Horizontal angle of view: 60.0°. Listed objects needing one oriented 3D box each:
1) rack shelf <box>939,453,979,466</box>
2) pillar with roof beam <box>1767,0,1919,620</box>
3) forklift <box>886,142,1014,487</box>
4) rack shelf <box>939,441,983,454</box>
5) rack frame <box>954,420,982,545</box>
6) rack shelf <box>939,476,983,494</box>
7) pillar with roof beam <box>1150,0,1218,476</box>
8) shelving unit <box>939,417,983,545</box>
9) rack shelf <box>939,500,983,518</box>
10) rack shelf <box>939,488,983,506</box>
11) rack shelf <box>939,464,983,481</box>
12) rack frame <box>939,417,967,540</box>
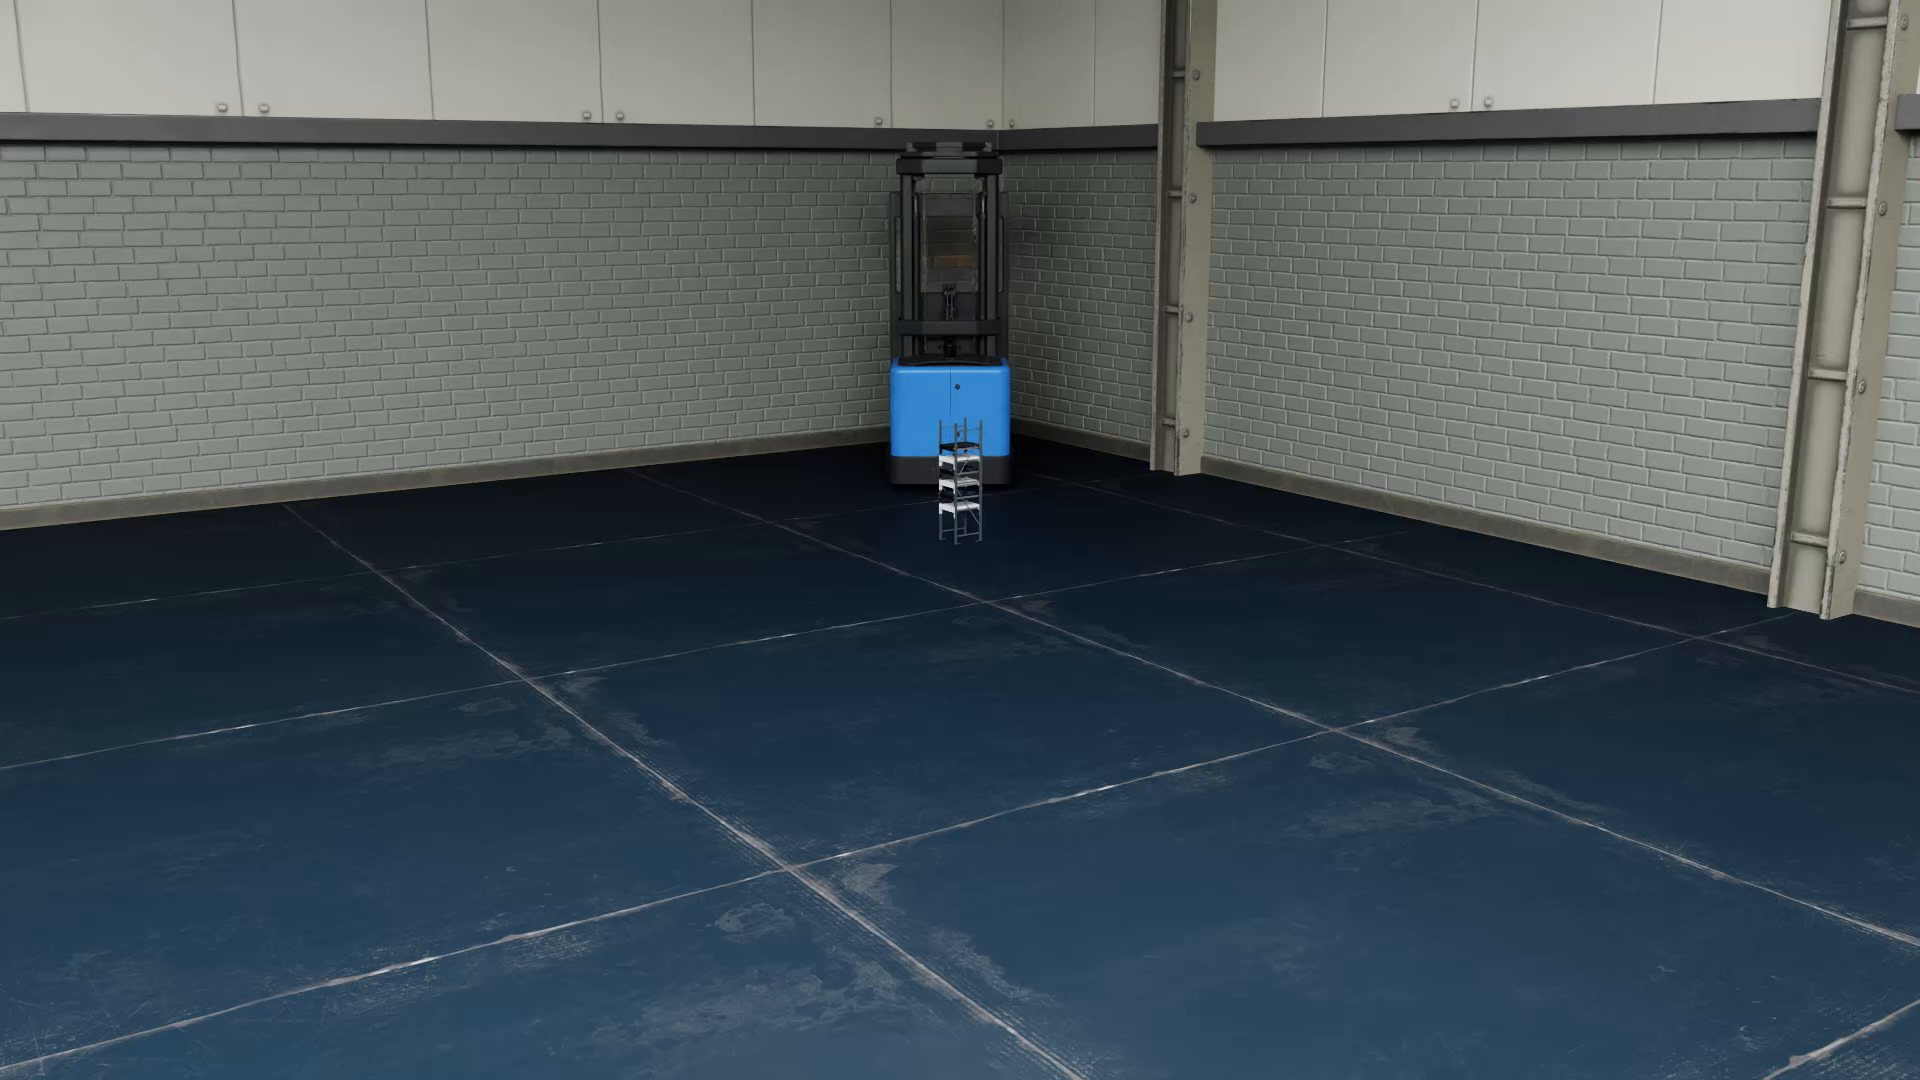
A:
[{"bbox_3d":[0.004,-0.581,12.228,0.258,0.077,0.200,-8,15,-33],"label":"rack shelf"},{"bbox_3d":[1.723,-3.453,7.087,9.100,9.000,0.400,-8,15,-33],"label":"pillar with roof beam"},{"bbox_3d":[-0.102,-2.159,15.374,1.130,2.935,3.031,0,12,-1],"label":"forklift"},{"bbox_3d":[0.004,-0.669,12.208,0.258,0.077,0.200,-8,15,-33],"label":"rack shelf"},{"bbox_3d":[0.061,-0.420,12.176,0.240,0.900,0.006,-8,15,-33],"label":"rack frame"},{"bbox_3d":[0.004,-0.406,12.266,0.258,0.077,0.200,-8,15,-33],"label":"rack shelf"},{"bbox_3d":[-1.601,-4.520,11.967,9.100,9.000,0.400,-8,15,-33],"label":"pillar with roof beam"},{"bbox_3d":[0.004,-0.438,12.259,0.258,0.900,0.210,-8,15,-33],"label":"shelving unit"},{"bbox_3d":[0.004,-0.230,12.305,0.258,0.077,0.200,-8,15,-33],"label":"rack shelf"},{"bbox_3d":[0.004,-0.318,12.285,0.258,0.077,0.200,-8,15,-33],"label":"rack shelf"},{"bbox_3d":[0.004,-0.494,12.247,0.258,0.077,0.200,-8,15,-33],"label":"rack shelf"},{"bbox_3d":[-0.052,-0.456,12.342,0.240,0.900,0.006,-8,15,-33],"label":"rack frame"}]
